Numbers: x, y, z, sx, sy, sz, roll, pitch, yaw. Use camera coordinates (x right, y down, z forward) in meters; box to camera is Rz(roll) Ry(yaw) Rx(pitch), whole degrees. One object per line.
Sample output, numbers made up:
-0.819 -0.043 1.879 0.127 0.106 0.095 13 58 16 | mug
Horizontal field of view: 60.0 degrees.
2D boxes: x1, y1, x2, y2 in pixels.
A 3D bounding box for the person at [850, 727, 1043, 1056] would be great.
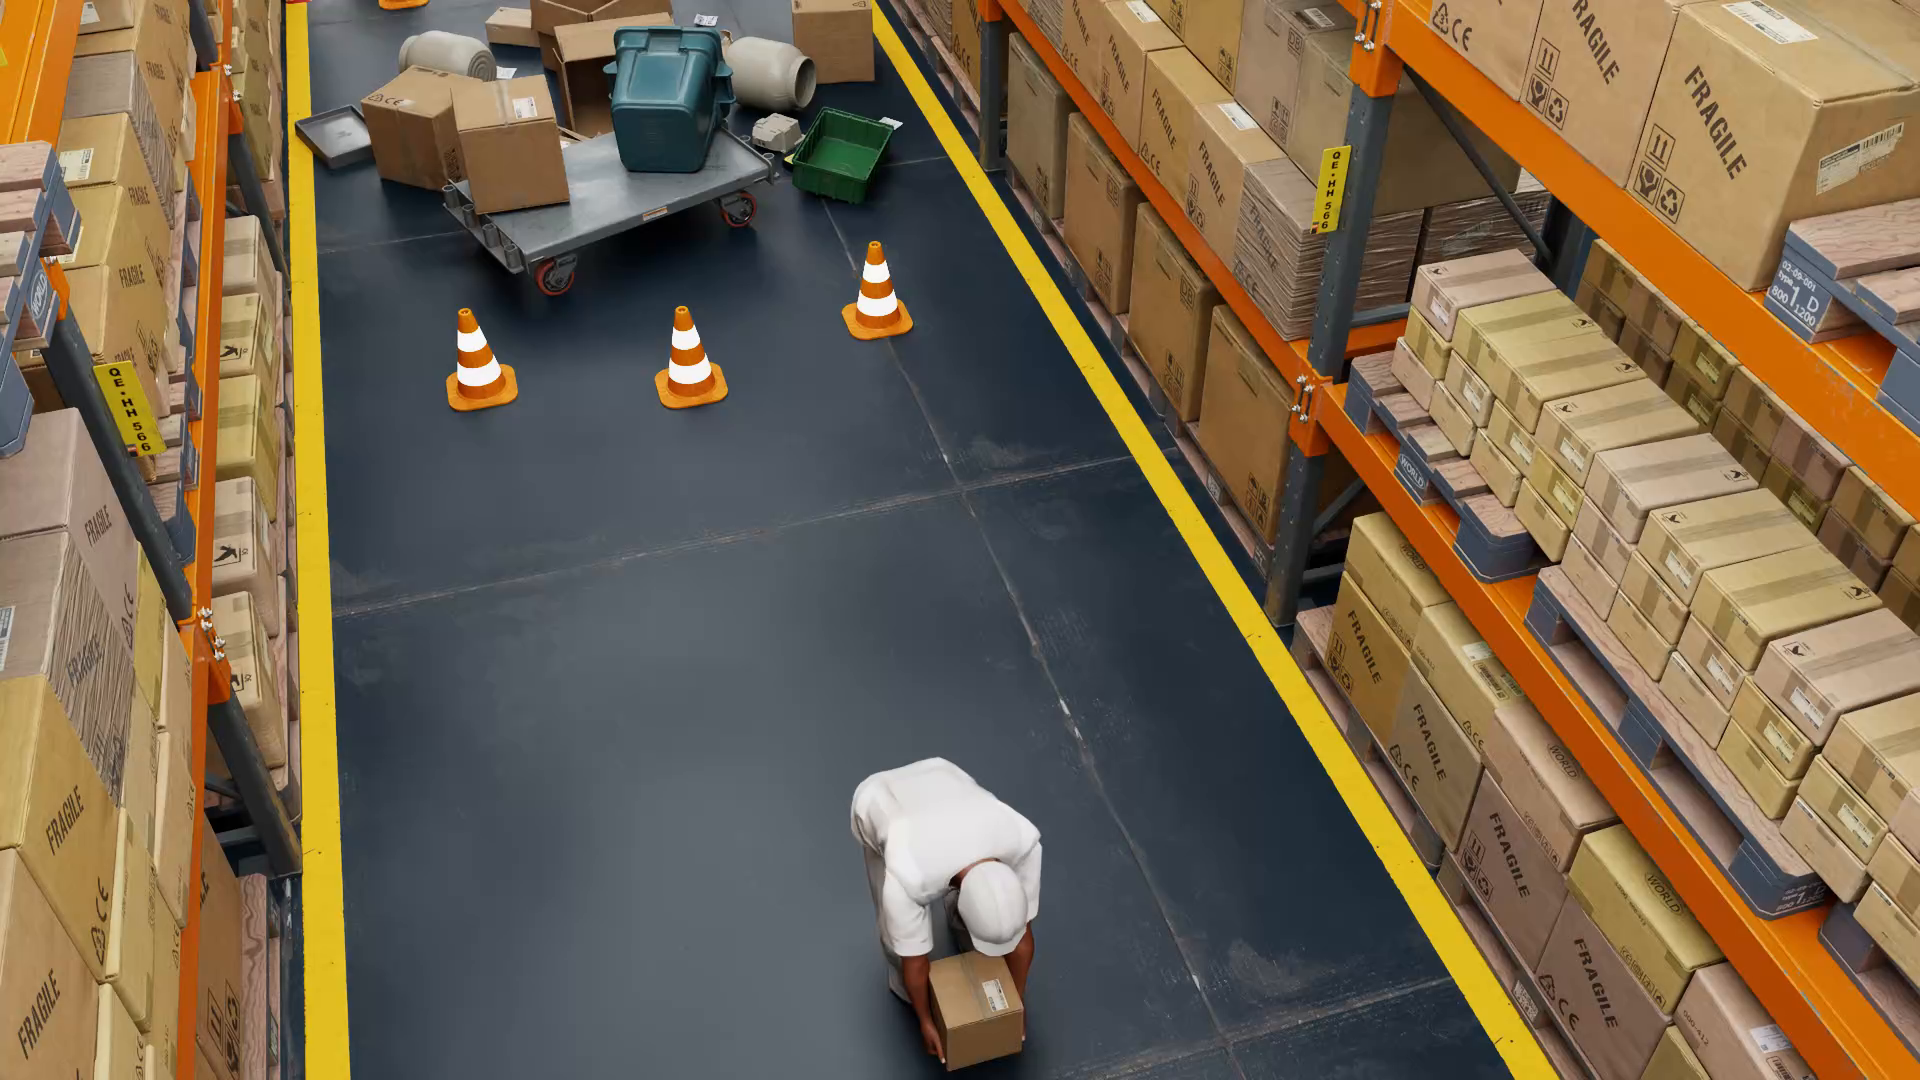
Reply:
-0.022 1.156 5.387 0.512 1.056 0.966 -14 44 -15 | person
